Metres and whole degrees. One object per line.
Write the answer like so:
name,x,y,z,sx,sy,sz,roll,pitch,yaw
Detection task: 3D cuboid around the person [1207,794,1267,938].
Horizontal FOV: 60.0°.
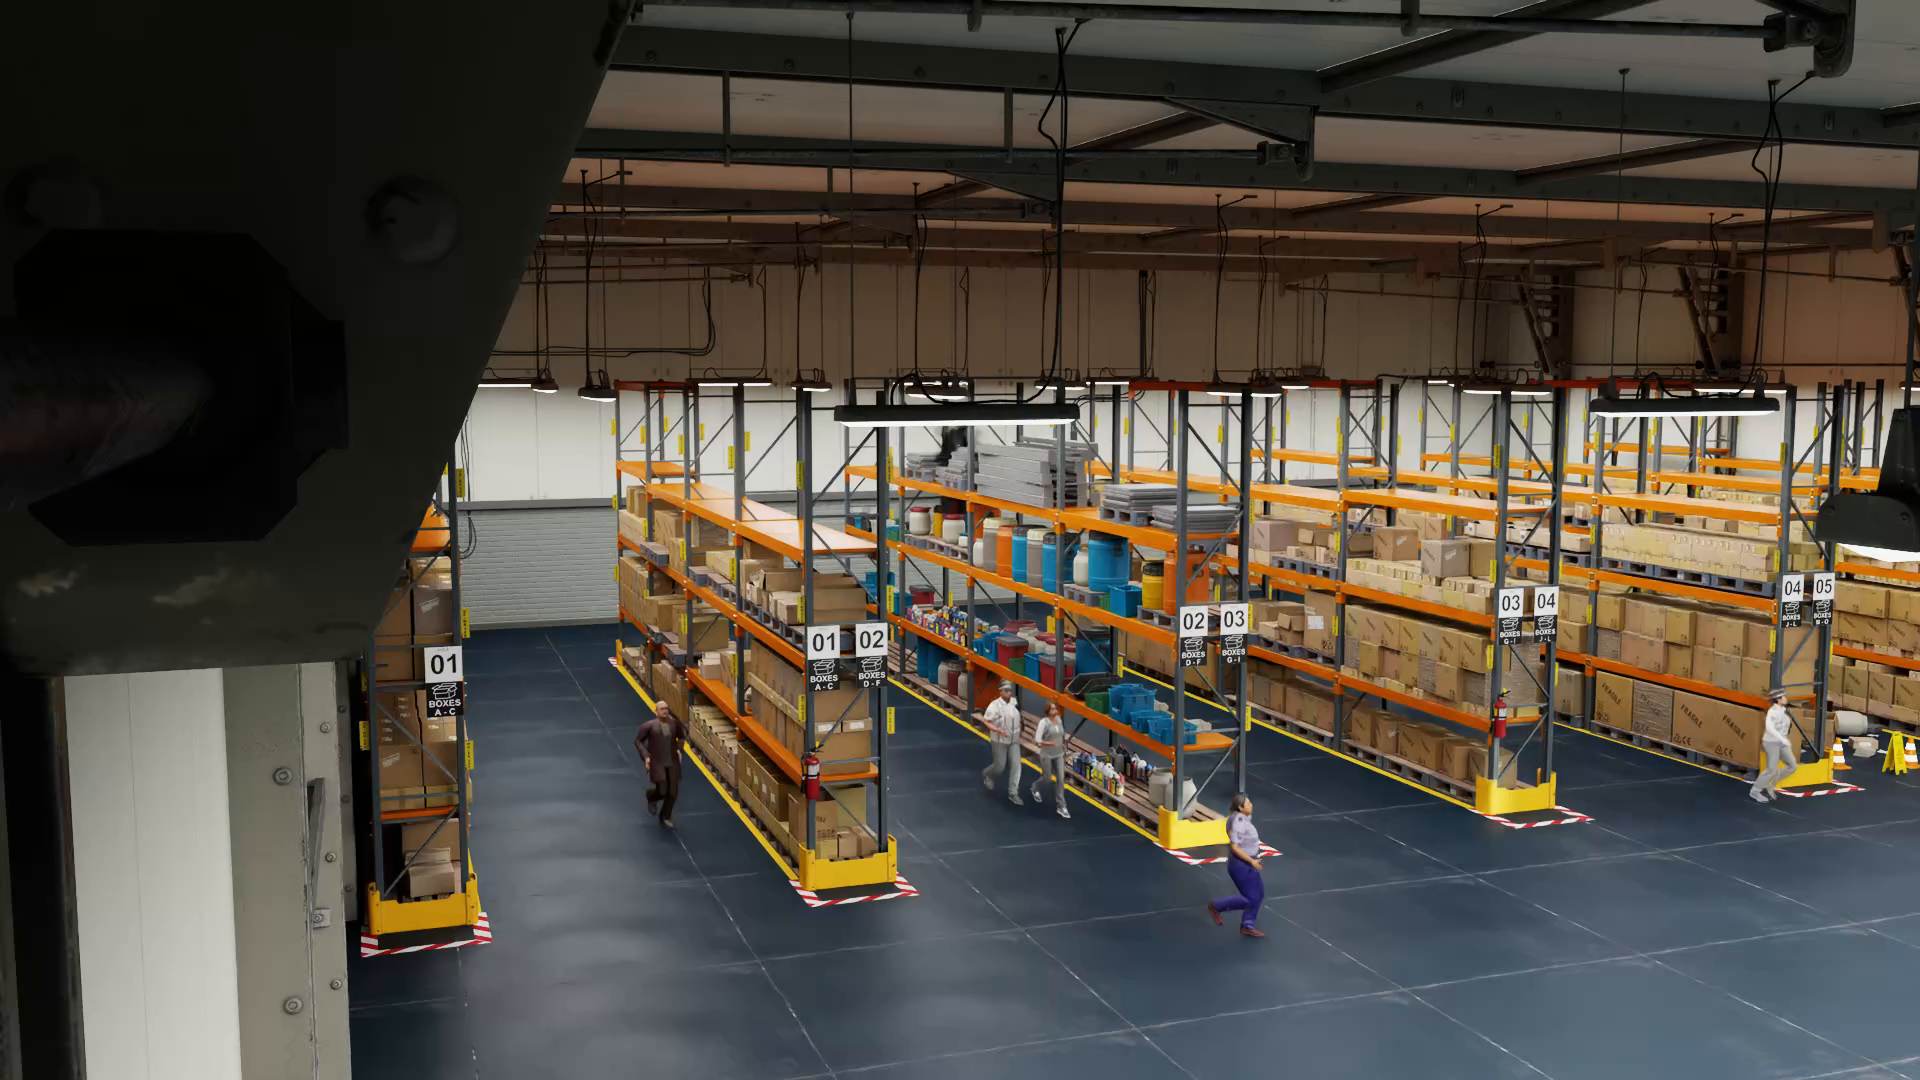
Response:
person,3.075,3.613,18.422,0.662,1.601,0.614,1,6,7

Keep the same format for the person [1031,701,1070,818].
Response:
person,1.280,3.049,23.421,0.538,1.592,0.877,-3,7,-29

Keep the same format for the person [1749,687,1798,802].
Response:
person,11.889,2.960,24.180,0.573,1.637,0.677,6,8,44

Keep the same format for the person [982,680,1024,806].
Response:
person,0.638,2.908,24.207,0.662,1.785,0.911,-4,7,-30

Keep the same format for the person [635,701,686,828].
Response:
person,-4.084,3.066,22.842,0.709,1.737,0.640,-4,7,-31
